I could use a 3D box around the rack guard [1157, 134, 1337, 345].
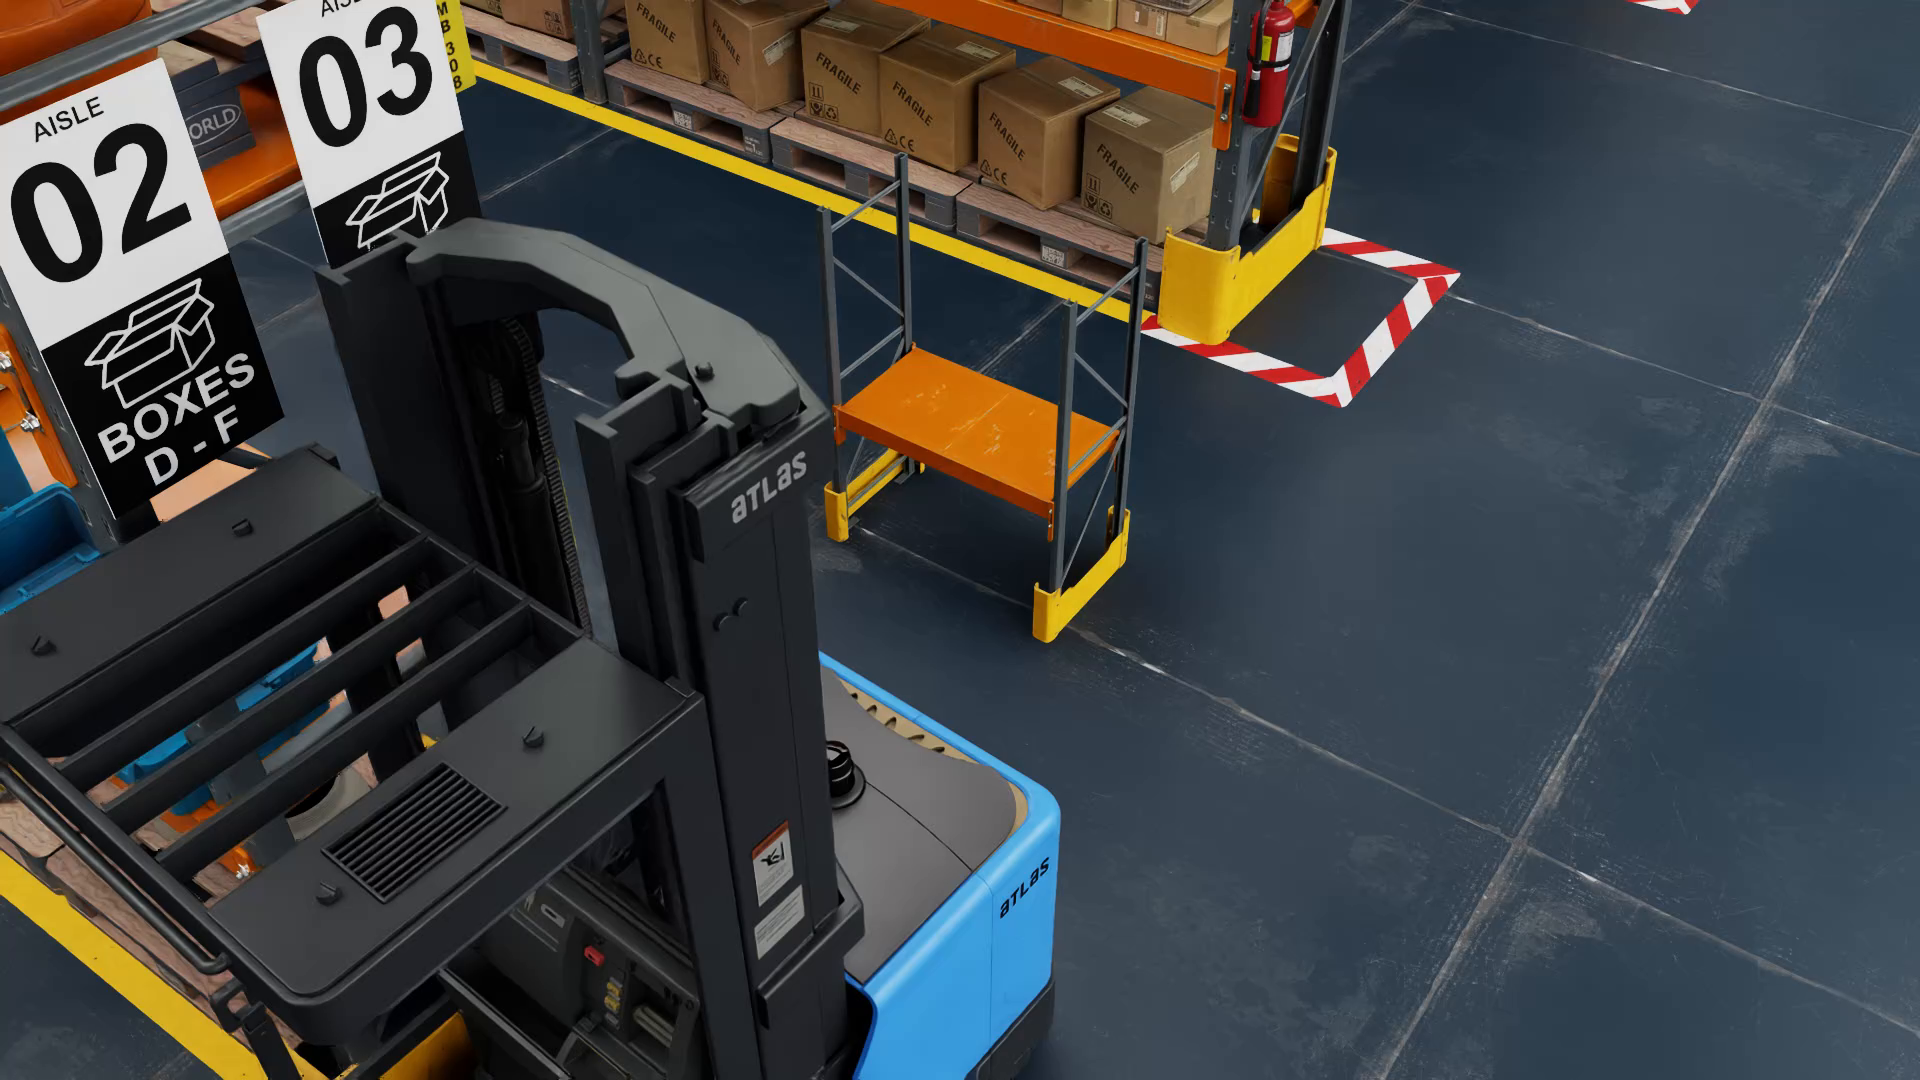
[{"bbox_3d":[1.388,-1.463,8.010,0.348,0.500,1.175,25,48,25],"label":"rack guard"}]

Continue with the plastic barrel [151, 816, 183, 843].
[{"bbox_3d":[-2.387,0.707,5.261,0.421,0.512,0.421,0,42,0],"label":"plastic barrel"}]

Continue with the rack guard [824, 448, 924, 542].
[{"bbox_3d":[-0.345,-0.255,6.847,0.087,0.250,0.587,25,48,25],"label":"rack guard"}]

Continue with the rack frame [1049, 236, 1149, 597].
[{"bbox_3d":[0.486,-0.332,5.996,0.032,1.500,0.500,25,48,25],"label":"rack frame"}]

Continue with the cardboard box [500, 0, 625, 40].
[{"bbox_3d":[-2.315,-3.376,9.818,0.500,0.500,0.700,22,46,22],"label":"cardboard box"}]

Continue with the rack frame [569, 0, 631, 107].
[{"bbox_3d":[-1.825,-3.897,8.855,0.127,3.000,1.000,25,48,25],"label":"rack frame"}]

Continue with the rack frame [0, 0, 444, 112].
[{"bbox_3d":[-1.394,-1.897,2.121,0.127,3.000,1.000,25,48,25],"label":"rack frame"}]

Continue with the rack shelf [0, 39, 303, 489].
[{"bbox_3d":[-3.031,-1.277,4.217,4.000,0.370,1.077,25,48,25],"label":"rack shelf"}]

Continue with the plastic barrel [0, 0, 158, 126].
[{"bbox_3d":[-1.864,-1.212,2.969,0.708,0.830,0.600,25,48,25],"label":"plastic barrel"}]

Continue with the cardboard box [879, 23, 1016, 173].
[{"bbox_3d":[-0.062,-2.299,8.629,0.500,0.500,0.500,30,50,29],"label":"cardboard box"}]

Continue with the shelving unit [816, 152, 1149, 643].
[{"bbox_3d":[0.062,-0.530,6.217,1.083,1.500,0.587,25,48,25],"label":"shelving unit"}]

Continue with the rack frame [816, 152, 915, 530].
[{"bbox_3d":[-0.346,-0.721,6.431,0.032,1.500,0.500,25,48,25],"label":"rack frame"}]

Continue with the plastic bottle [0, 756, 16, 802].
[{"bbox_3d":[-3.149,0.754,5.427,0.097,0.201,0.097,0,42,0],"label":"plastic bottle"}]

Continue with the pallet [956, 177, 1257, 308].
[{"bbox_3d":[0.743,-1.685,8.475,1.213,0.211,1.003,25,48,25],"label":"pallet"}]

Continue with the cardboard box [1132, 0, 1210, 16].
[{"bbox_3d":[1.016,-2.739,7.263,0.500,0.500,0.875,25,48,25],"label":"cardboard box"}]

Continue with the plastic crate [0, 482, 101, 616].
[{"bbox_3d":[-2.504,0.114,4.484,0.408,0.251,0.499,25,48,25],"label":"plastic crate"}]

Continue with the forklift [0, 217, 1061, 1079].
[{"bbox_3d":[-1.033,0.954,3.486,1.130,2.935,3.031,28,49,28],"label":"forklift"}]

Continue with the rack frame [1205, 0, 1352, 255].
[{"bbox_3d":[1.450,-2.365,7.144,0.127,3.000,1.000,25,48,25],"label":"rack frame"}]

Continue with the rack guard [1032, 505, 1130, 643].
[{"bbox_3d":[0.470,0.127,6.421,0.087,0.250,0.587,25,48,25],"label":"rack guard"}]

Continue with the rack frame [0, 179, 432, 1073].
[{"bbox_3d":[-1.394,0.339,4.122,0.127,3.000,1.000,25,48,25],"label":"rack frame"}]

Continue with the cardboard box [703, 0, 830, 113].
[{"bbox_3d":[-1.047,-2.732,9.113,0.500,0.500,0.500,-26,48,-26],"label":"cardboard box"}]

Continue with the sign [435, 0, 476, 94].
[{"bbox_3d":[-1.074,-1.081,3.452,0.005,0.325,0.100,25,48,25],"label":"sign"}]

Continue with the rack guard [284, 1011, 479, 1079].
[{"bbox_3d":[-1.483,1.267,4.959,0.348,0.500,1.175,25,48,25],"label":"rack guard"}]

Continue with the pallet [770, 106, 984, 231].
[{"bbox_3d":[-0.251,-2.153,8.998,1.213,0.211,1.003,25,48,25],"label":"pallet"}]

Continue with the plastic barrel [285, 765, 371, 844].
[{"bbox_3d":[-1.976,0.899,5.046,0.421,0.512,0.421,0,42,0],"label":"plastic barrel"}]

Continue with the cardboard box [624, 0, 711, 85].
[{"bbox_3d":[-1.520,-2.947,9.353,0.500,0.500,0.500,24,47,24],"label":"cardboard box"}]

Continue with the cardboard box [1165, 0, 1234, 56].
[{"bbox_3d":[1.098,-2.268,7.224,0.250,0.149,0.380,25,48,25],"label":"cardboard box"}]

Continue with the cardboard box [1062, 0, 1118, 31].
[{"bbox_3d":[0.660,-2.432,7.406,0.250,0.149,0.380,25,48,25],"label":"cardboard box"}]

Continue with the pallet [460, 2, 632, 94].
[{"bbox_3d":[-2.463,-3.155,10.117,1.213,0.211,1.003,25,48,25],"label":"pallet"}]

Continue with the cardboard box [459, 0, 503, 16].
[{"bbox_3d":[-2.695,-3.569,10.034,0.500,0.500,0.700,25,47,25],"label":"cardboard box"}]

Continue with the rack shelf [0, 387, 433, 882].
[{"bbox_3d":[-3.031,-0.159,5.217,4.000,0.370,1.077,25,48,25],"label":"rack shelf"}]

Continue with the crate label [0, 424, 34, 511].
[{"bbox_3d":[-3.056,-0.231,4.733,0.616,0.435,0.502,25,48,25],"label":"crate label"}]

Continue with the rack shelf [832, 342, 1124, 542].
[{"bbox_3d":[0.070,-0.392,6.333,1.000,0.185,0.538,25,48,25],"label":"rack shelf"}]

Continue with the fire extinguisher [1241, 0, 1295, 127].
[{"bbox_3d":[1.279,-2.041,6.839,0.183,0.674,0.296,25,48,25],"label":"fire extinguisher"}]

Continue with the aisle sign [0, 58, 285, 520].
[{"bbox_3d":[-1.505,-0.440,3.043,0.004,0.787,0.394,25,48,25],"label":"aisle sign"}]

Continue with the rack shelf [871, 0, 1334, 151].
[{"bbox_3d":[-0.187,-2.863,8.239,4.000,0.370,1.077,25,48,25],"label":"rack shelf"}]

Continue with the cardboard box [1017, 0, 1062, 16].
[{"bbox_3d":[0.464,-2.536,7.523,0.250,0.149,0.380,25,48,25],"label":"cardboard box"}]

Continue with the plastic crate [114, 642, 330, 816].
[{"bbox_3d":[-1.975,0.366,4.203,0.616,0.251,0.499,25,48,25],"label":"plastic crate"}]

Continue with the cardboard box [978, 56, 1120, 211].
[{"bbox_3d":[0.440,-2.049,8.350,0.500,0.500,0.500,-29,49,-28],"label":"cardboard box"}]

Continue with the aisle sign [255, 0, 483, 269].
[{"bbox_3d":[-1.167,-0.762,3.403,0.004,0.787,0.394,25,48,25],"label":"aisle sign"}]

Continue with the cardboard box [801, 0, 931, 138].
[{"bbox_3d":[-0.493,-2.537,8.895,0.500,0.500,0.500,21,46,22],"label":"cardboard box"}]

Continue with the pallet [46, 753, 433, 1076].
[{"bbox_3d":[-2.145,1.061,5.406,1.213,0.211,1.003,25,48,25],"label":"pallet"}]

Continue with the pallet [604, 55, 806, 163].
[{"bbox_3d":[-1.254,-2.620,9.519,1.213,0.211,1.003,25,48,25],"label":"pallet"}]

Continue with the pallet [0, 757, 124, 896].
[{"bbox_3d":[-3.140,0.593,5.929,1.213,0.211,1.003,25,48,25],"label":"pallet"}]

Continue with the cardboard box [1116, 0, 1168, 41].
[{"bbox_3d":[0.894,-2.364,7.331,0.250,0.149,0.380,25,48,25],"label":"cardboard box"}]

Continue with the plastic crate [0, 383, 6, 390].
[{"bbox_3d":[-3.194,-0.611,5.381,0.437,0.136,0.530,25,48,25],"label":"plastic crate"}]

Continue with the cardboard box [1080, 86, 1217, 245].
[{"bbox_3d":[0.949,-1.838,8.115,0.500,0.500,0.500,-33,51,-31],"label":"cardboard box"}]

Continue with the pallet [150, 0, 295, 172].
[{"bbox_3d":[-2.015,-1.079,3.598,1.213,0.211,1.003,25,48,25],"label":"pallet"}]
